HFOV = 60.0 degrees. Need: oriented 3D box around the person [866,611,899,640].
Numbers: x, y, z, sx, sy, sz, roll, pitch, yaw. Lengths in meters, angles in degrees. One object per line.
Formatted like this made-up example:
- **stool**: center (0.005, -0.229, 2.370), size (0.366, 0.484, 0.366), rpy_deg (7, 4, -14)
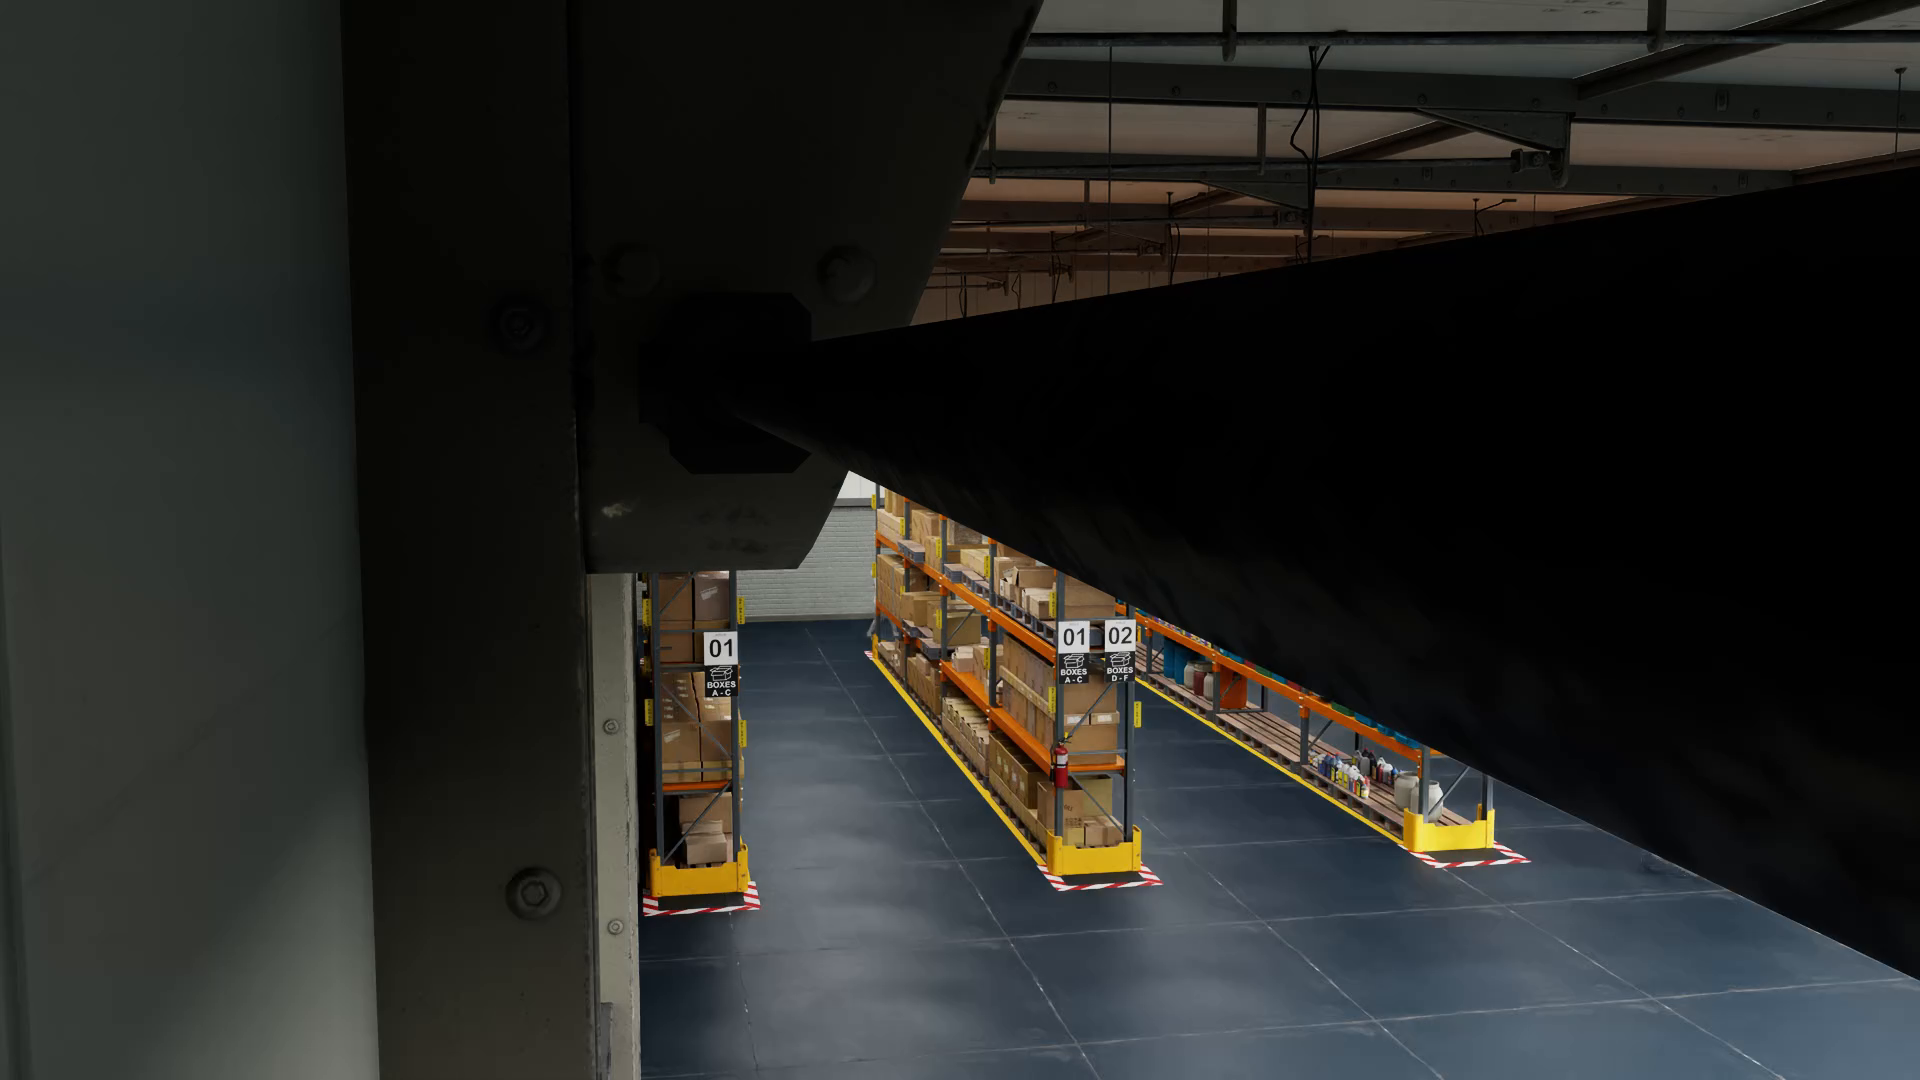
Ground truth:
- **person**: center (-1.747, 1.506, 38.342), size (0.839, 1.814, 0.669), rpy_deg (1, 6, 13)
